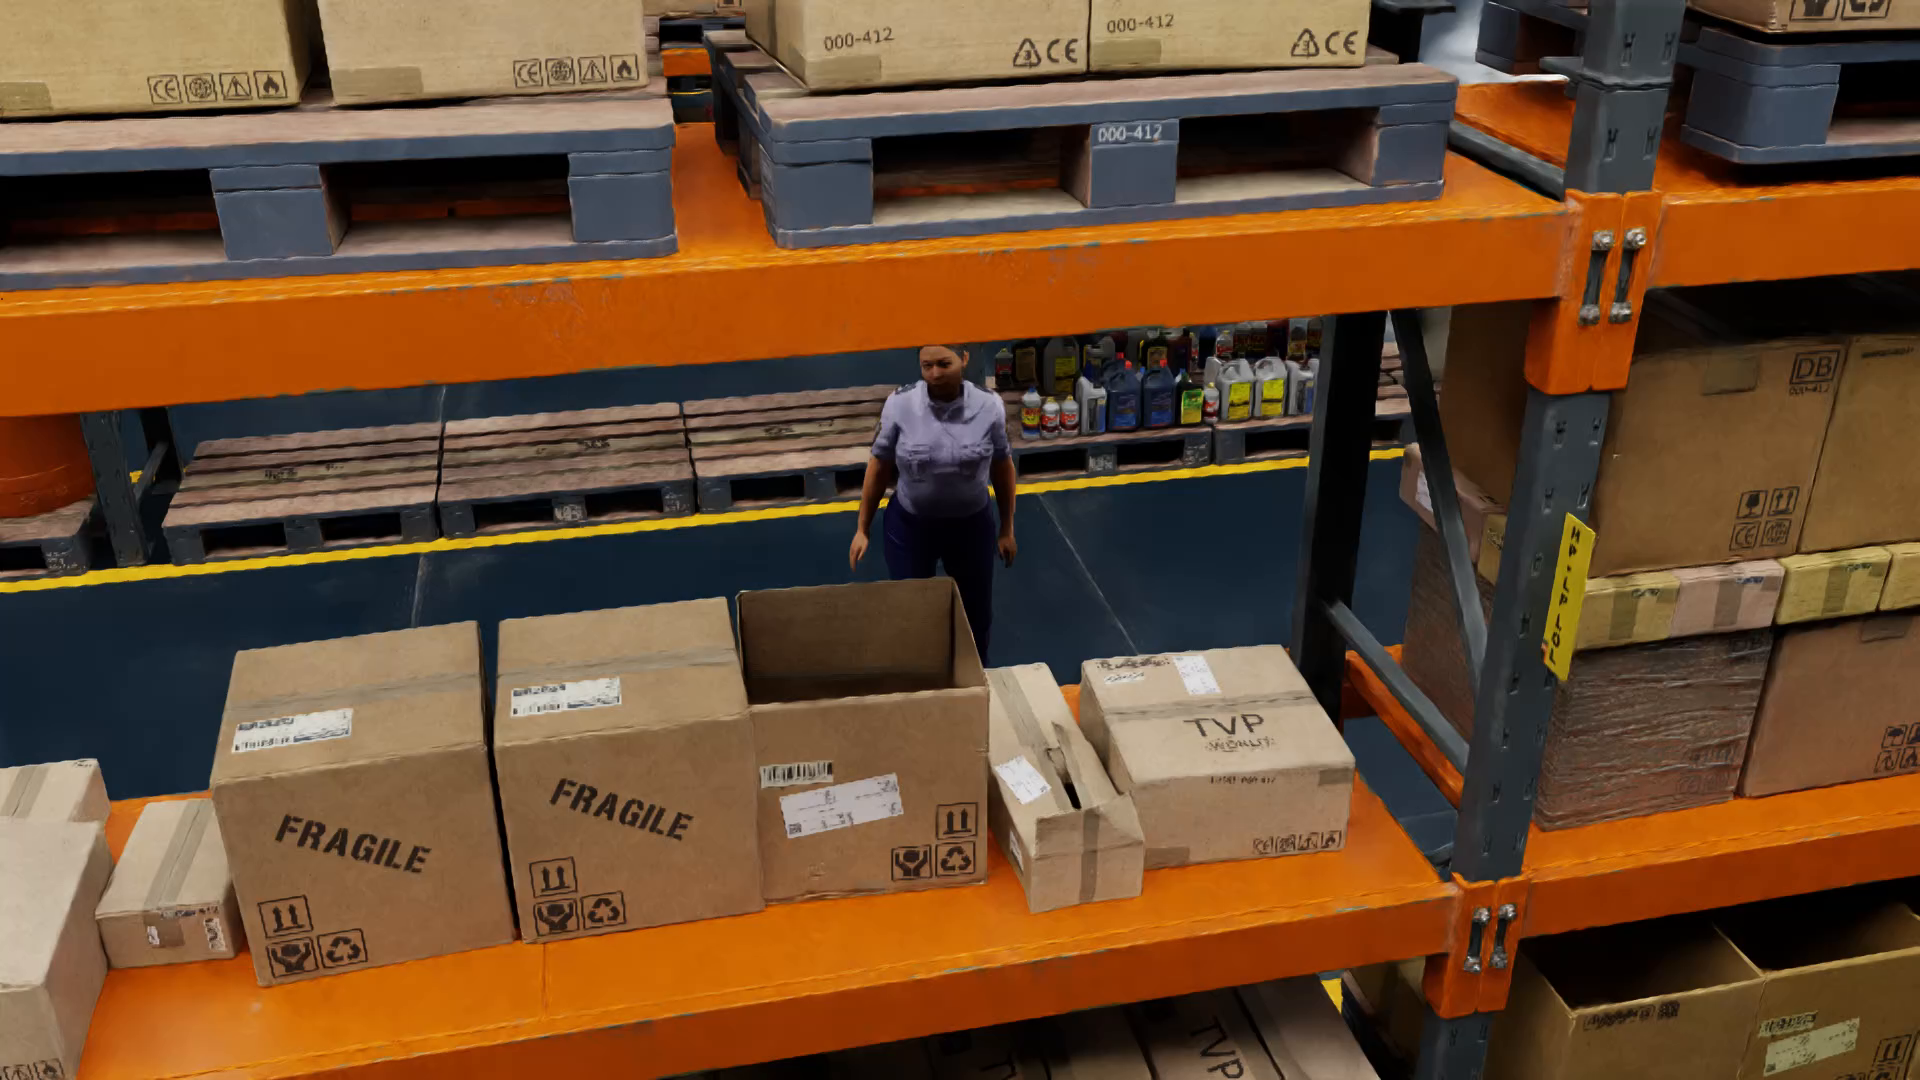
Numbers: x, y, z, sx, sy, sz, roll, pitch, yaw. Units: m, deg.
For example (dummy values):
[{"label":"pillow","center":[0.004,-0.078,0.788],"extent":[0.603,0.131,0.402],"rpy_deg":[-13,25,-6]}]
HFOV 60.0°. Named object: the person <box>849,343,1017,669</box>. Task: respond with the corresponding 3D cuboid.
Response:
[{"label":"person","center":[-0.075,-0.014,6.128],"extent":[0.671,1.636,0.571],"rpy_deg":[-4,27,-8]}]
